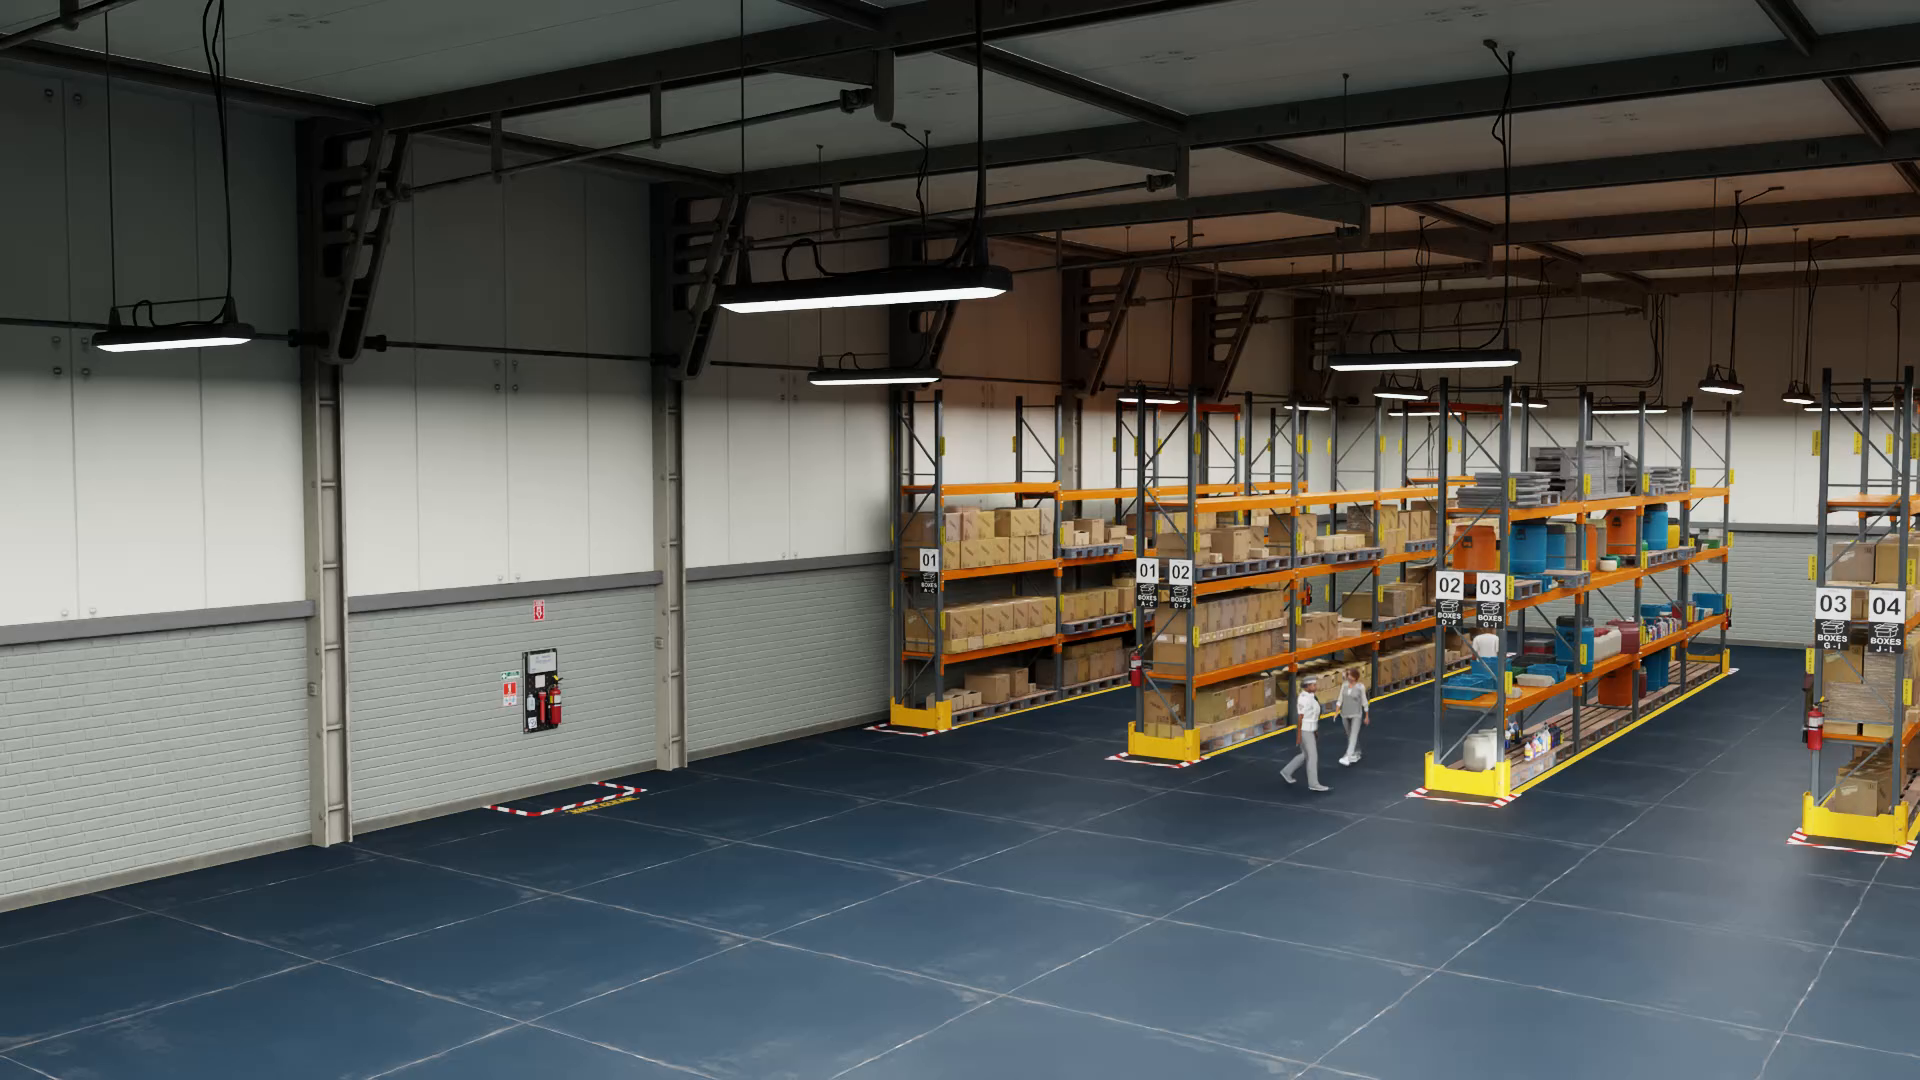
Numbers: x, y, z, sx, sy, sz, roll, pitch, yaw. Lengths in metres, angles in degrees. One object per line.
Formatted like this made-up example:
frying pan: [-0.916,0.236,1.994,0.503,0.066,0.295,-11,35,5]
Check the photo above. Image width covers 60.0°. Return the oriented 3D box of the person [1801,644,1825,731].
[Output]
person: [15.165,2.457,29.321,0.555,1.723,1.071,2,4,32]

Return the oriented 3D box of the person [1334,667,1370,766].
person: [6.075,2.754,25.960,0.448,1.538,1.011,3,4,42]

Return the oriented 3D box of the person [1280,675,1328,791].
person: [5.045,2.801,24.343,0.761,1.646,0.458,1,3,22]

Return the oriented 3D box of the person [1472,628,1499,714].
person: [9.881,2.376,31.129,0.597,1.765,0.530,2,4,35]
